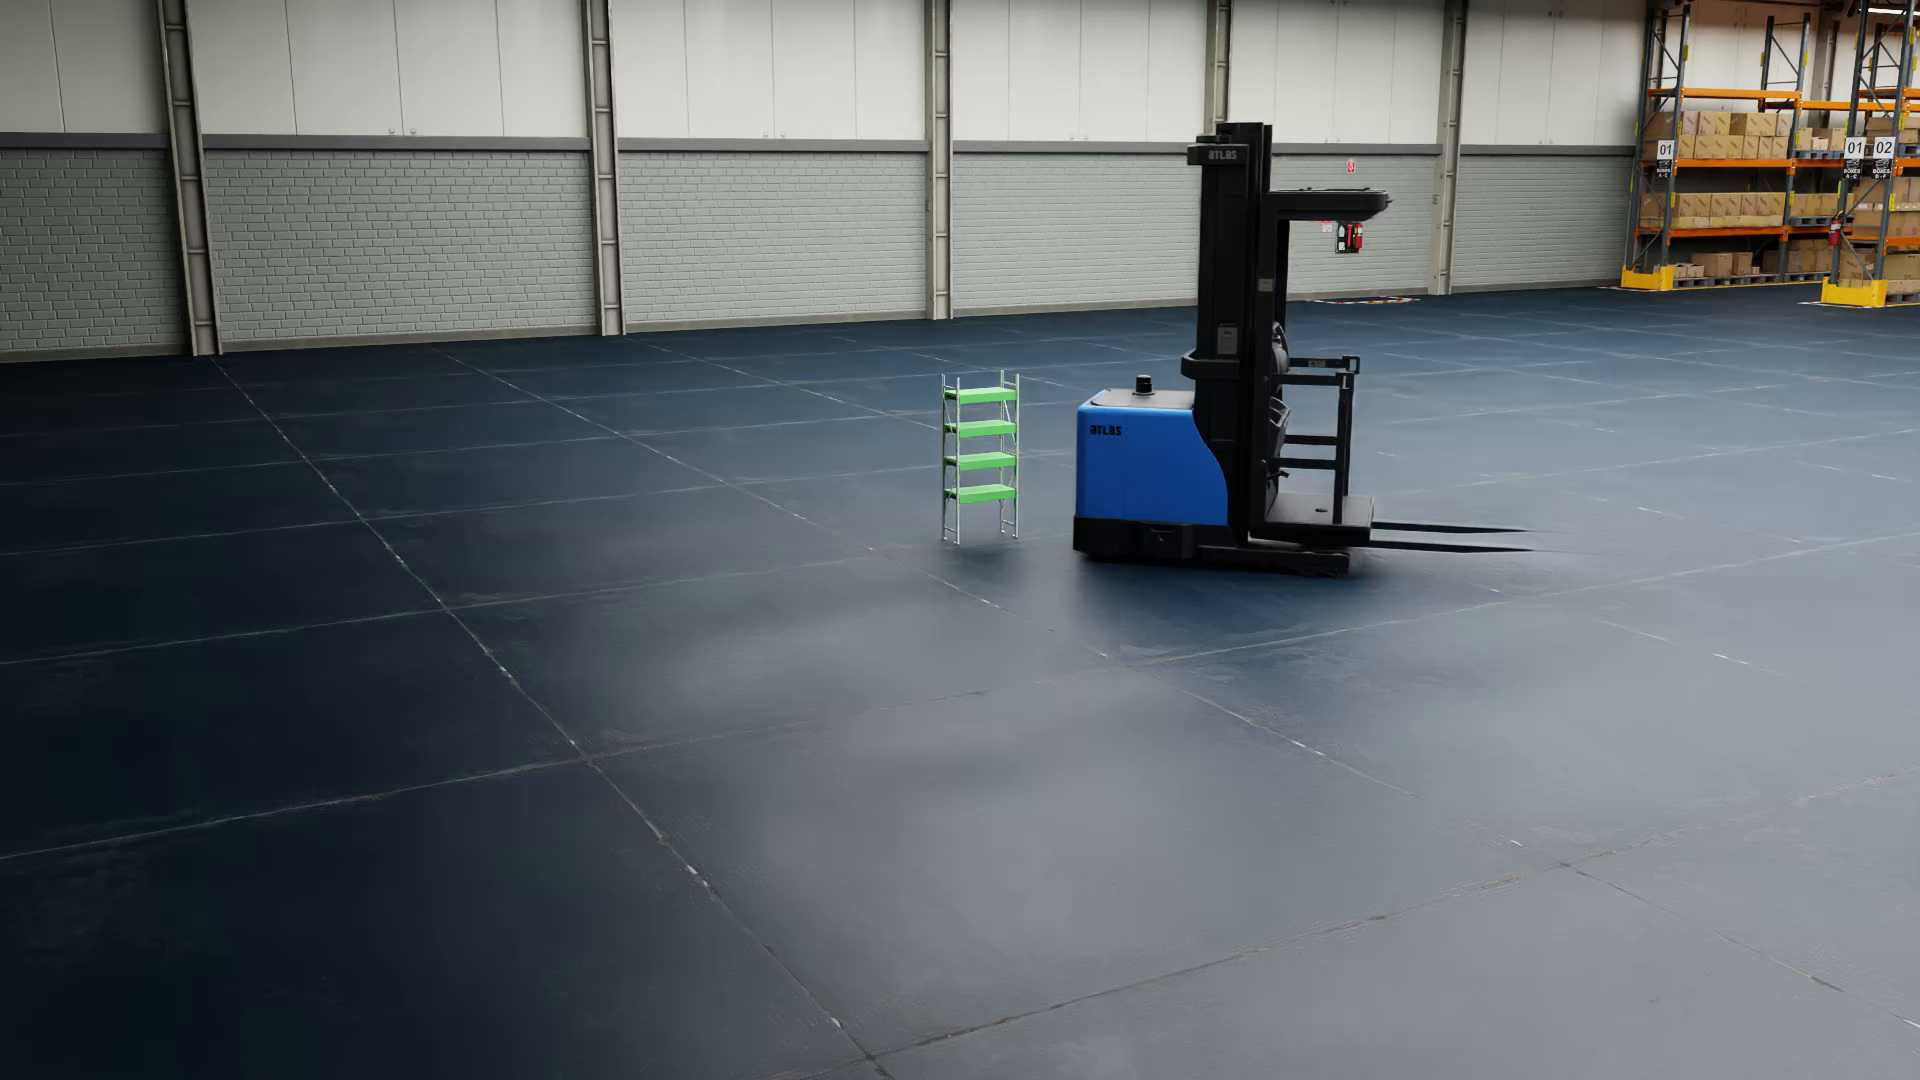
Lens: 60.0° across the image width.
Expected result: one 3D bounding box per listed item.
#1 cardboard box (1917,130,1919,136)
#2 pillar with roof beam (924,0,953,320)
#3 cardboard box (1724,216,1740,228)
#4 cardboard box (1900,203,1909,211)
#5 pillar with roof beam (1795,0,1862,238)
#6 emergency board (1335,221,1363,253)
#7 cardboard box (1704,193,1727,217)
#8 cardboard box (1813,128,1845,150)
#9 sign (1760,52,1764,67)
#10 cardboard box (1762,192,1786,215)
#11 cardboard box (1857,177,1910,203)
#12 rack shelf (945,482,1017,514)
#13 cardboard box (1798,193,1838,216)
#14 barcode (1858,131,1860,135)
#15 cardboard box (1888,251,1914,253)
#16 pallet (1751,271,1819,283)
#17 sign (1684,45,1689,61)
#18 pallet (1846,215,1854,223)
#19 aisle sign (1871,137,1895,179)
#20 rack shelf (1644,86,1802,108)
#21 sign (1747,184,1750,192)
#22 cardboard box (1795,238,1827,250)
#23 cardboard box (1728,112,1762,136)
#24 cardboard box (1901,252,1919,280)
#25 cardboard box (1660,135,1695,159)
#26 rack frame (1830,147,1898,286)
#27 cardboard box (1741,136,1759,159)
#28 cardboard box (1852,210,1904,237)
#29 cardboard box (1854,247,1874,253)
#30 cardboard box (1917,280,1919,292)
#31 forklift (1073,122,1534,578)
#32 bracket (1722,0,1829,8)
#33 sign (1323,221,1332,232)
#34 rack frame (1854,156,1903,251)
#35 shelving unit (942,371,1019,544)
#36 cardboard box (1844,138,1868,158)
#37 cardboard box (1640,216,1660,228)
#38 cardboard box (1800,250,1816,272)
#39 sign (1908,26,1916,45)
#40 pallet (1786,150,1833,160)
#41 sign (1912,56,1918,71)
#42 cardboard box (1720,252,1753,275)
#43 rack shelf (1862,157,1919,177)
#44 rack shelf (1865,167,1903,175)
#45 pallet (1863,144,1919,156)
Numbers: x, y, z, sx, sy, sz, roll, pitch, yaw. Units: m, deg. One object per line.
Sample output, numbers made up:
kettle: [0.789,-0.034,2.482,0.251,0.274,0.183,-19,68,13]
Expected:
cardboard box: [18.979,-8.041,33.103,0.500,0.311,0.500,-5,14,-21]
pillar with roof beam: [1.693,-7.516,25.009,0.400,9.000,9.100,-7,14,-28]
cardboard box: [17.154,-7.161,37.393,0.500,0.250,0.500,-7,14,-27]
cardboard box: [18.285,-6.511,32.503,0.250,0.149,0.380,-7,15,-29]
pillar with roof beam: [22.759,-10.041,36.228,0.548,9.000,9.100,-7,14,-28]
emergency board: [7.976,-6.428,33.841,0.643,1.169,0.194,-7,14,-28]
cardboard box: [16.688,-7.470,37.057,0.500,0.500,0.500,-7,15,-30]
cardboard box: [20.341,-9.382,38.948,0.500,0.500,0.500,-7,15,-30]
sign: [18.470,-11.059,38.264,0.005,0.325,0.100,-7,14,-28]
cardboard box: [18.474,-7.686,38.016,0.500,0.500,0.500,-7,14,-28]
cardboard box: [18.069,-6.851,32.539,0.500,0.500,0.700,-7,14,-28]
rack shelf: [0.145,-0.306,12.122,0.480,0.148,0.258,-7,14,-28]
cardboard box: [20.261,-7.936,39.309,0.500,0.500,0.700,-5,14,-20]
barcode: [17.640,-7.989,32.621,0.075,0.075,0.001,-7,14,-28]
cardboard box: [19.245,-5.621,33.852,0.500,0.500,0.500,-7,14,-28]
pallet: [19.423,-6.214,39.242,1.213,0.211,1.003,-7,14,-28]
sign: [15.490,-10.388,35.466,0.005,0.325,0.100,-7,14,-28]
pallet: [21.677,-7.724,40.037,1.003,0.211,1.213,-7,14,-28]
aisle sign: [17.696,-7.320,31.882,0.004,0.787,0.394,-7,14,-28]
rack shelf: [16.985,-9.856,37.056,4.000,0.370,1.077,-7,14,-28]
sign: [18.472,-8.164,38.917,0.005,0.325,0.100,-7,14,-28]
cardboard box: [20.218,-7.037,39.528,0.500,0.250,0.500,-7,15,-29]
cardboard box: [17.501,-9.281,37.133,0.500,0.500,0.500,-7,15,-30]
cardboard box: [19.054,-5.468,33.174,0.500,0.500,0.500,-7,14,-28]
cardboard box: [15.643,-8.581,36.300,0.500,0.500,0.500,-6,14,-26]
rack frame: [17.606,-6.118,32.460,0.127,3.000,1.000,-7,14,-28]
cardboard box: [17.498,-8.797,37.263,0.500,0.500,0.500,-7,15,-30]
cardboard box: [18.022,-6.213,32.657,0.500,0.500,0.700,-7,14,-28]
cardboard box: [21.645,-6.823,40.285,0.500,0.500,0.700,-7,14,-27]
cardboard box: [19.060,-5.100,33.247,0.500,0.250,0.500,-7,14,-28]
forklift: [2.357,-1.307,11.243,3.031,2.935,1.130,3,13,15]
bracket: [18.225,-12.241,37.809,4.783,0.066,0.076,-7,14,-28]
sign: [7.441,-6.407,33.667,0.234,0.329,0.001,-7,14,-28]
rack frame: [22.252,-7.913,40.440,0.127,3.000,1.000,-7,14,-28]
shelving unit: [0.145,-0.603,12.055,0.503,1.200,0.258,-7,14,-28]
cardboard box: [21.069,-9.318,39.571,0.637,0.503,0.797,-5,14,-20]
cardboard box: [15.547,-7.095,37.099,0.500,0.250,0.500,-7,14,-27]
cardboard box: [19.808,-6.632,39.439,0.500,0.500,0.700,-7,15,-29]
sign: [17.867,-9.470,31.204,0.005,0.325,0.100,-7,14,-28]
pallet: [19.334,-8.909,38.459,1.003,0.211,1.213,-7,14,-28]
sign: [22.520,-11.231,39.210,0.005,0.325,0.100,-7,14,-28]
cardboard box: [17.849,-6.371,38.277,0.500,0.500,0.500,-8,15,-32]
rack shelf: [19.362,-7.440,33.145,4.000,0.370,1.077,-7,14,-28]
rack shelf: [24.007,-9.236,41.125,4.000,0.370,1.077,-7,14,-28]
pallet: [18.240,-7.607,32.449,1.213,0.211,1.003,-7,14,-28]
